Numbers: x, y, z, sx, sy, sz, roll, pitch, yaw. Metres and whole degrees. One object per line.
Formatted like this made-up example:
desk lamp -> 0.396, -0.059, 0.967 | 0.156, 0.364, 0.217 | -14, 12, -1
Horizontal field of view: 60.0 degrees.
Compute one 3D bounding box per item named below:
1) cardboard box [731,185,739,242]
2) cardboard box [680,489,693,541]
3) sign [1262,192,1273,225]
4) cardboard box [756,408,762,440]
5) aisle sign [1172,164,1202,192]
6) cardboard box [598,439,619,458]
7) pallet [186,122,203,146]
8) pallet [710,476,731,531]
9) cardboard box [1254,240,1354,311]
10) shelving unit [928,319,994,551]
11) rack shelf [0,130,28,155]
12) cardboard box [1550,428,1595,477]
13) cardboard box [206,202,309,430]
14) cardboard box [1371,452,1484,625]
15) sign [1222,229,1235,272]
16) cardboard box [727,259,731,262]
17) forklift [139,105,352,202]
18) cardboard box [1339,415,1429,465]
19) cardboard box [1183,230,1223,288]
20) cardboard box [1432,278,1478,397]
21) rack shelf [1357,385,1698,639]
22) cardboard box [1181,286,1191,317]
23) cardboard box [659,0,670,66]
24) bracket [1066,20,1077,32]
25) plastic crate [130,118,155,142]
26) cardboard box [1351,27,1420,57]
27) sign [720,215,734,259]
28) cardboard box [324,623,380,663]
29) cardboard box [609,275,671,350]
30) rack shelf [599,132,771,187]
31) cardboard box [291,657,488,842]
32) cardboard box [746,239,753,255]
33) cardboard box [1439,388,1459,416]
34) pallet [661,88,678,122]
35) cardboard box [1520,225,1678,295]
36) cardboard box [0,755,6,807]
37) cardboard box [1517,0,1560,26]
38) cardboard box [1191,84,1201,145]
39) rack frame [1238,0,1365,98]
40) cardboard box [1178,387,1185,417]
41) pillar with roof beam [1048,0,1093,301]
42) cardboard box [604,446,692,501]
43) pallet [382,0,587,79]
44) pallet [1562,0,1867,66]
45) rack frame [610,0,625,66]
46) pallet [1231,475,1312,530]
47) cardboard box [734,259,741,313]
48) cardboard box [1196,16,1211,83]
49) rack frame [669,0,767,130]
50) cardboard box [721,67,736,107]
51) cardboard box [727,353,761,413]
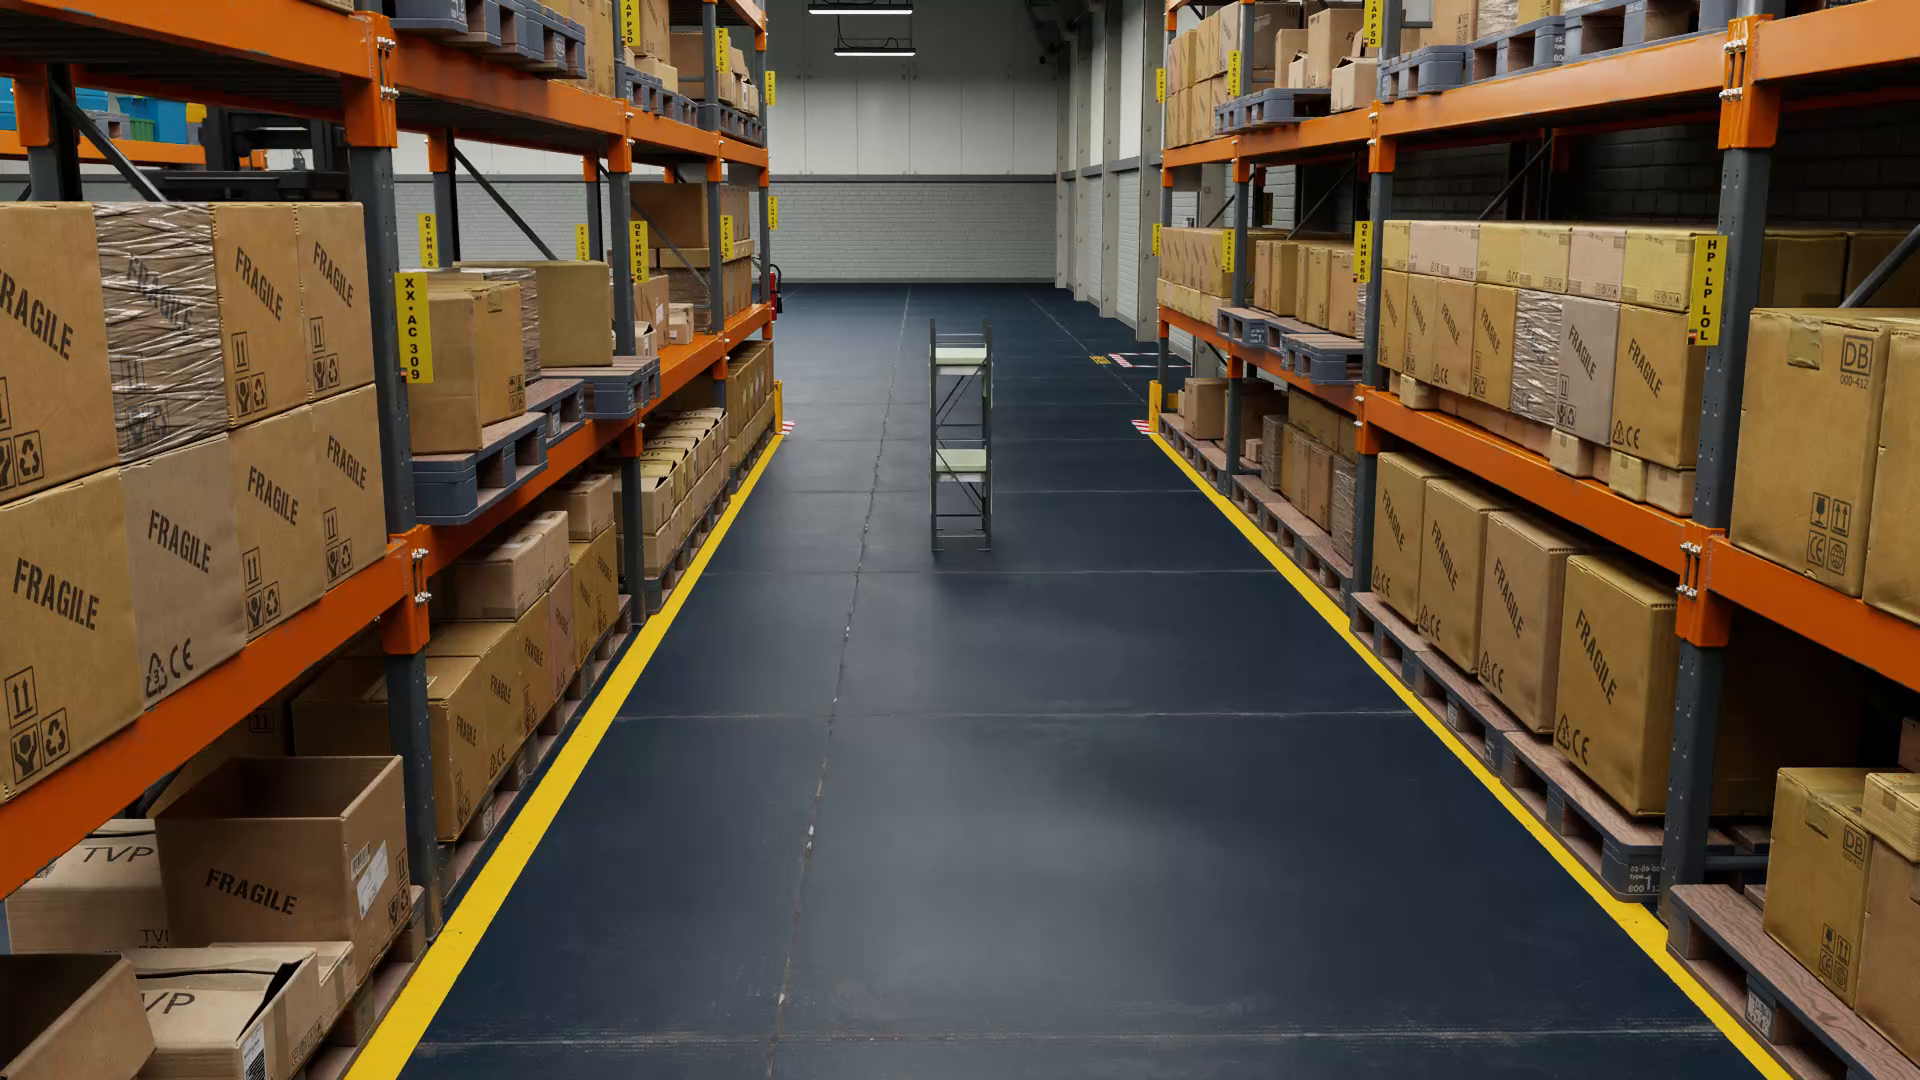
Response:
cardboard box -> -2.390, -2.963, 15.107 | 0.700, 0.500, 0.500 | 0, 11, -1
cardboard box -> -1.996, -0.163, 10.678 | 0.500, 0.250, 0.500 | -1, 11, -3
sign -> 3.092, -3.328, 16.713 | 0.100, 0.325, 0.005 | 0, 11, -1
cardboard box -> -2.066, -1.041, 15.007 | 0.500, 0.250, 0.500 | 0, 11, -1
aisle sign -> 2.235, -3.895, 16.674 | 0.394, 0.787, 0.004 | 0, 11, -1
cardboard box -> -2.541, -0.536, 11.104 | 0.500, 0.311, 0.500 | 0, 11, 0
pallet -> -7.449, -3.780, 15.575 | 1.003, 0.211, 1.213 | 0, 11, -1
pallet -> -2.279, -0.279, 12.401 | 1.003, 0.211, 1.213 | 0, 11, -1
cardboard box -> 2.596, -1.976, 12.396 | 0.700, 0.500, 0.500 | 0, 11, -1
shelving unit -> 0.000, -0.736, 11.417 | 0.431, 1.500, 0.755 | 0, 11, -1
rack shelf -> -7.244, -2.492, 10.562 | 1.077, 0.370, 4.000 | 0, 11, -1
cardboard box -> 2.441, -0.329, 6.218 | 0.380, 0.149, 0.250 | 0, 11, -1
cardboard box -> -1.885, -0.539, 3.905 | 0.500, 0.500, 0.500 | 0, 11, -2
cardboard box -> 2.586, -0.023, 8.478 | 0.750, 0.750, 0.750 | 0, 11, -2
sign -> 2.077, -2.233, 12.844 | 0.100, 0.325, 0.005 | 0, 11, -1
cardboard box -> -2.176, -2.469, 14.300 | 0.380, 0.149, 0.250 | -1, 11, -3
forklift -> -4.597, -1.376, 10.972 | 1.130, 2.935, 3.031 | 0, 11, -2
cardboard box -> 2.686, -0.632, 10.424 | 0.500, 0.250, 0.500 | 0, 11, 0
cardboard box -> 2.273, -2.512, 14.836 | 0.500, 0.500, 0.500 | 0, 11, 1
cardboard box -> 2.467, -0.922, 7.507 | 0.500, 0.500, 0.500 | 0, 11, -1
rack shelf -> 2.743, -0.267, 7.141 | 1.077, 0.370, 4.000 | 0, 11, -1
cardboard box -> 2.267, -2.141, 14.893 | 0.500, 0.250, 0.500 | 0, 11, -1
cardboard box -> -2.360, -3.639, 11.840 | 0.500, 0.500, 0.500 | 0, 11, 0
bracket -> 2.574, -11.863, 38.347 | 0.235, 0.232, 0.430 | 0, 11, -1
plastic crate -> -7.046, -3.453, 14.023 | 0.336, 0.188, 0.450 | 0, 11, -1
cardboard box -> 2.768, -2.806, 9.991 | 0.797, 0.503, 0.637 | 1, 12, 7
sign -> -1.791, -2.324, 12.758 | 0.100, 0.325, 0.005 | 0, 11, -1
cardboard box -> -2.466, 0.613, 6.173 | 0.500, 0.500, 0.500 | 0, 11, -1
cardboard box -> -2.323, -1.583, 11.566 | 0.500, 0.500, 0.500 | 1, 11, 3
rack shelf -> -2.375, -3.306, 14.578 | 1.077, 0.370, 4.000 | 0, 11, -1
cardboard box -> -1.934, 0.711, 5.690 | 0.500, 0.500, 0.500 | -1, 11, -4
cardboard box -> -2.211, -2.826, 16.063 | 0.380, 0.149, 0.250 | 0, 11, 0
cardboard box -> 2.523, -0.685, 7.972 | 0.380, 0.149, 0.250 | 0, 11, -2
pallet -> -2.380, -2.731, 10.405 | 1.003, 0.211, 1.213 | 0, 11, 1
cardboard box -> 2.508, -1.089, 6.448 | 0.500, 0.250, 0.500 | 0, 11, 0
cardboard box -> -1.854, 0.253, 2.514 | 0.500, 0.500, 0.500 | 0, 11, -1
cardboard box -> 2.831, -2.441, 7.143 | 0.700, 0.500, 0.500 | 0, 11, 2
cardboard box -> 2.316, -3.752, 14.665 | 0.500, 0.500, 0.500 | 0, 11, 2
rack frame -> 2.619, -4.753, 12.352 | 1.000, 3.000, 0.127 | 0, 11, -1
cardboard box -> 2.461, -1.368, 16.412 | 0.500, 0.311, 0.500 | -2, 12, -8
pillar with roof beam -> -1.384, -10.165, 39.032 | 9.100, 9.000, 0.548 | 0, 11, -1
cardboard box -> -1.995, -0.440, 10.635 | 0.500, 0.311, 0.500 | -1, 11, -3
pallet -> -2.136, -1.915, 6.383 | 1.213, 0.211, 1.003 | 0, 11, -1
pallet -> 2.716, -1.781, 5.728 | 0.805, 0.209, 1.217 | -1, 11, -3
rack frame -> -2.251, -3.936, 8.329 | 1.000, 3.000, 0.127 | 0, 11, -1
pallet -> 2.637, -0.291, 12.463 | 1.003, 0.211, 1.213 | 0, 11, -1
cardboard box -> -2.399, -2.340, 15.295 | 0.700, 0.500, 0.500 | 0, 11, -1
cardboard box -> 2.295, -4.143, 14.073 | 0.500, 0.500, 0.500 | -1, 11, -3
rack frame -> -2.416, -5.527, 16.168 | 1.000, 3.000, 0.127 | 0, 11, -1
cardboard box -> -2.091, -3.701, 13.528 | 0.500, 0.311, 0.500 | -1, 12, -4
cardboard box -> -2.063, -1.409, 14.932 | 0.500, 0.500, 0.500 | 0, 11, -1
